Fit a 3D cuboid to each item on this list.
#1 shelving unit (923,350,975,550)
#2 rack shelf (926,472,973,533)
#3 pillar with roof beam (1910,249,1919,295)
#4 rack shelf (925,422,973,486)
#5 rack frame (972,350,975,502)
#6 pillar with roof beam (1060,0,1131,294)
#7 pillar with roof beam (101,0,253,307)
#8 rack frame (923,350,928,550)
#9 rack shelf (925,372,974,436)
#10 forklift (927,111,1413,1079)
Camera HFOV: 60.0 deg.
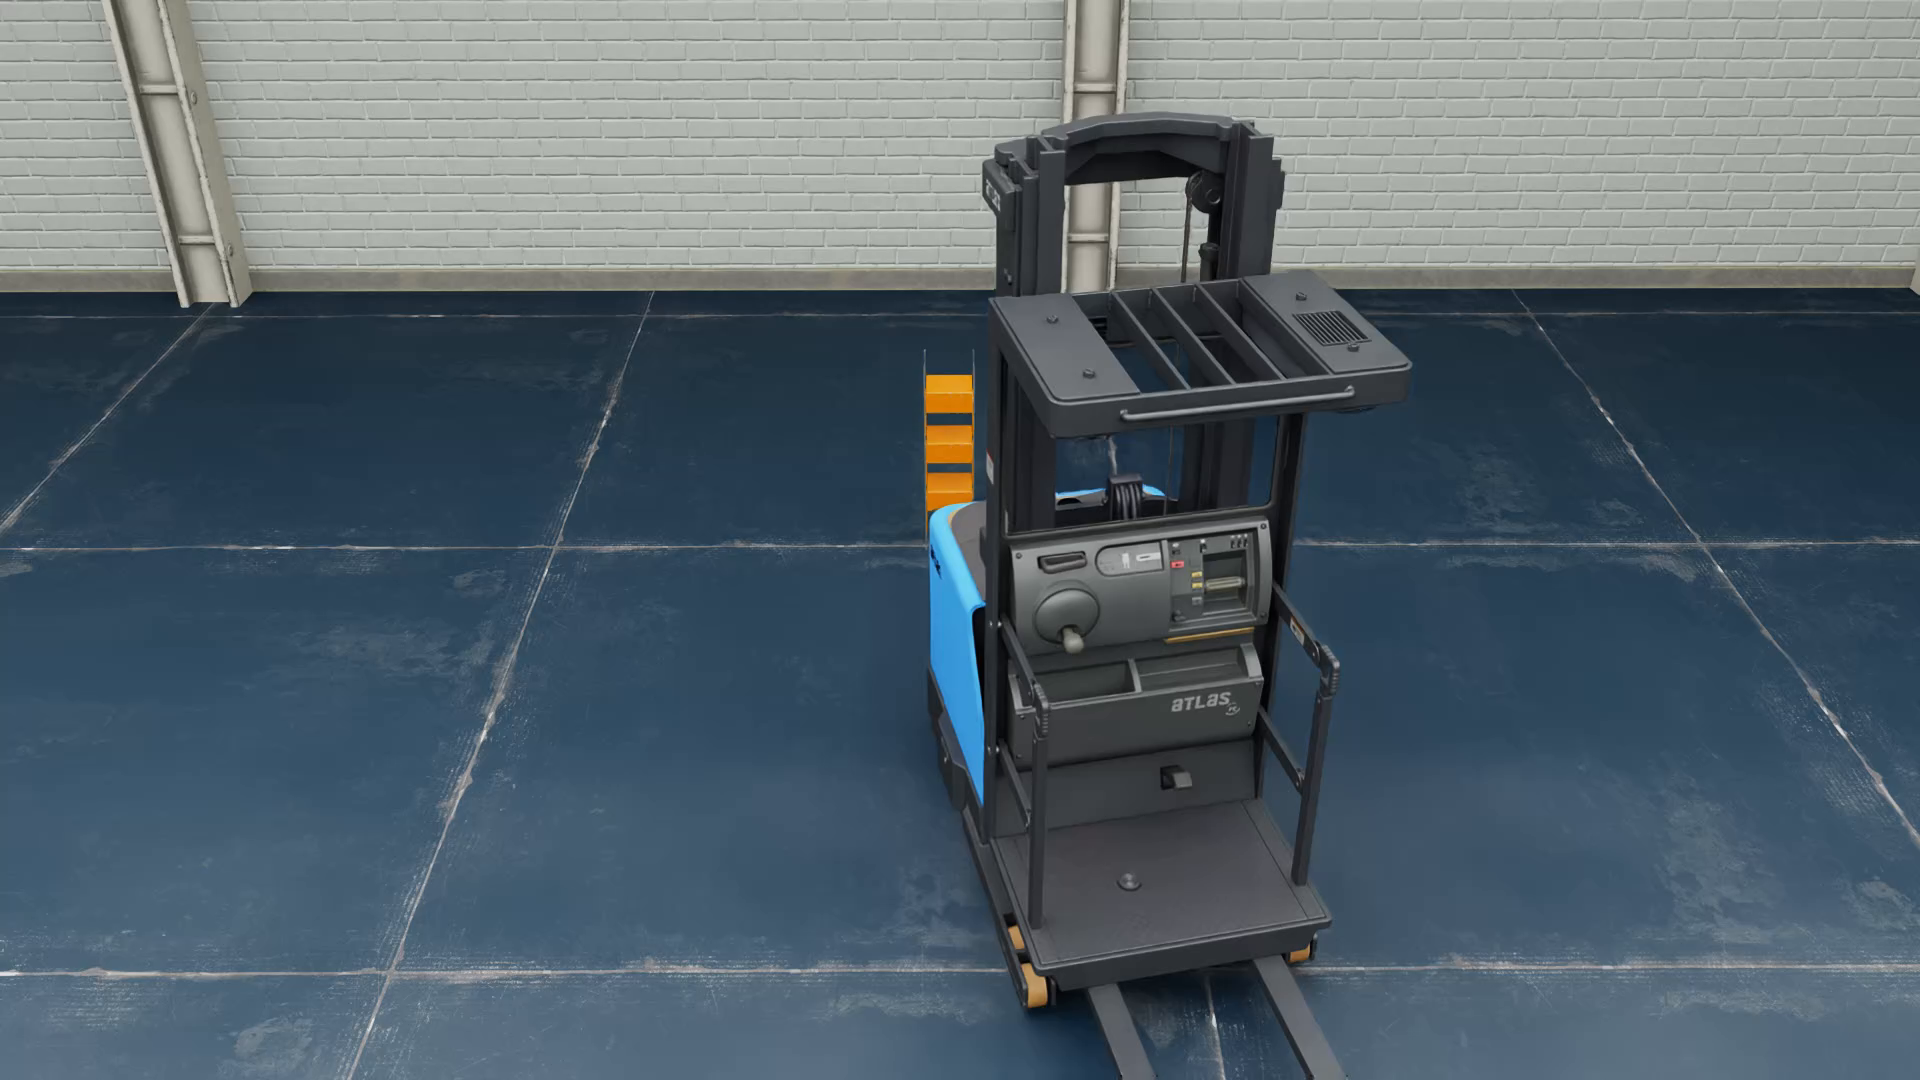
[{"bbox_3d":[-0.054,-0.449,8.477,0.252,1.050,0.215,0,31,0],"label":"shelving unit"},{"bbox_3d":[-0.054,-0.202,8.627,0.240,0.259,0.215,0,31,0],"label":"rack shelf"},{"bbox_3d":[6.891,-3.324,5.554,0.400,9.000,9.100,0,31,0],"label":"pillar with roof beam"},{"bbox_3d":[-0.054,-0.440,8.483,0.240,0.259,0.215,0,31,0],"label":"rack shelf"},{"bbox_3d":[0.068,-0.449,8.478,0.008,1.050,0.200,0,31,0],"label":"rack frame"},{"bbox_3d":[0.891,-3.306,5.523,0.400,9.000,9.100,0,31,0],"label":"pillar with roof beam"},{"bbox_3d":[-5.109,-3.287,5.492,0.400,9.000,9.100,0,31,0],"label":"pillar with roof beam"},{"bbox_3d":[-0.176,-0.448,8.477,0.008,1.050,0.200,0,31,0],"label":"rack frame"},{"bbox_3d":[-0.054,-0.682,8.336,0.240,0.259,0.215,0,31,0],"label":"rack shelf"},{"bbox_3d":[0.684,0.212,5.575,1.130,2.935,3.031,-7,32,-11],"label":"forklift"}]
